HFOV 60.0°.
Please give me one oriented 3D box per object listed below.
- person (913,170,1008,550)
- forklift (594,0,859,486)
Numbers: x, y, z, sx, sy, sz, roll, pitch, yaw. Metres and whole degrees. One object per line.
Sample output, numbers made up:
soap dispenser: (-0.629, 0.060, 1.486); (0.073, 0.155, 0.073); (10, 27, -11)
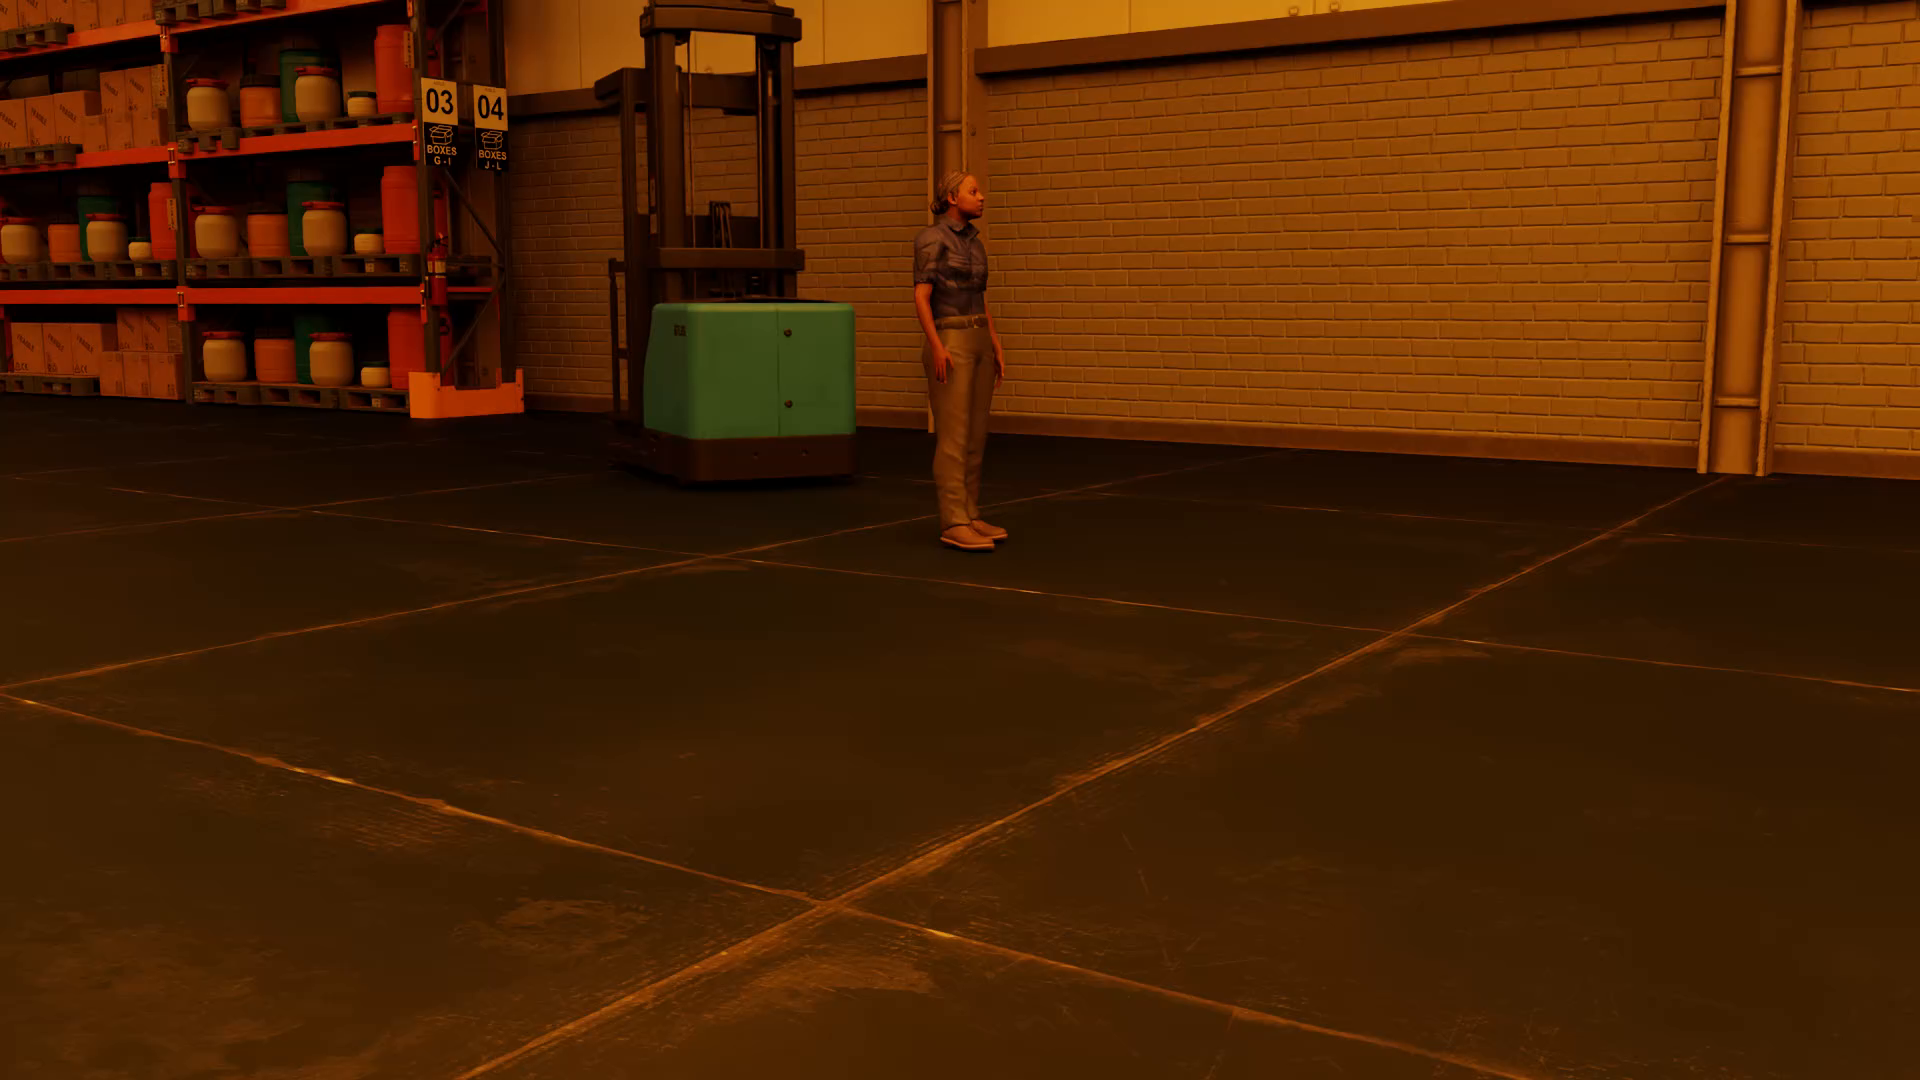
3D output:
person: (0.061, -0.811, 7.422); (0.504, 1.643, 0.569); (5, 10, 34)
forklift: (-1.696, -1.930, 10.767); (1.130, 2.935, 3.031); (-4, 9, -26)
